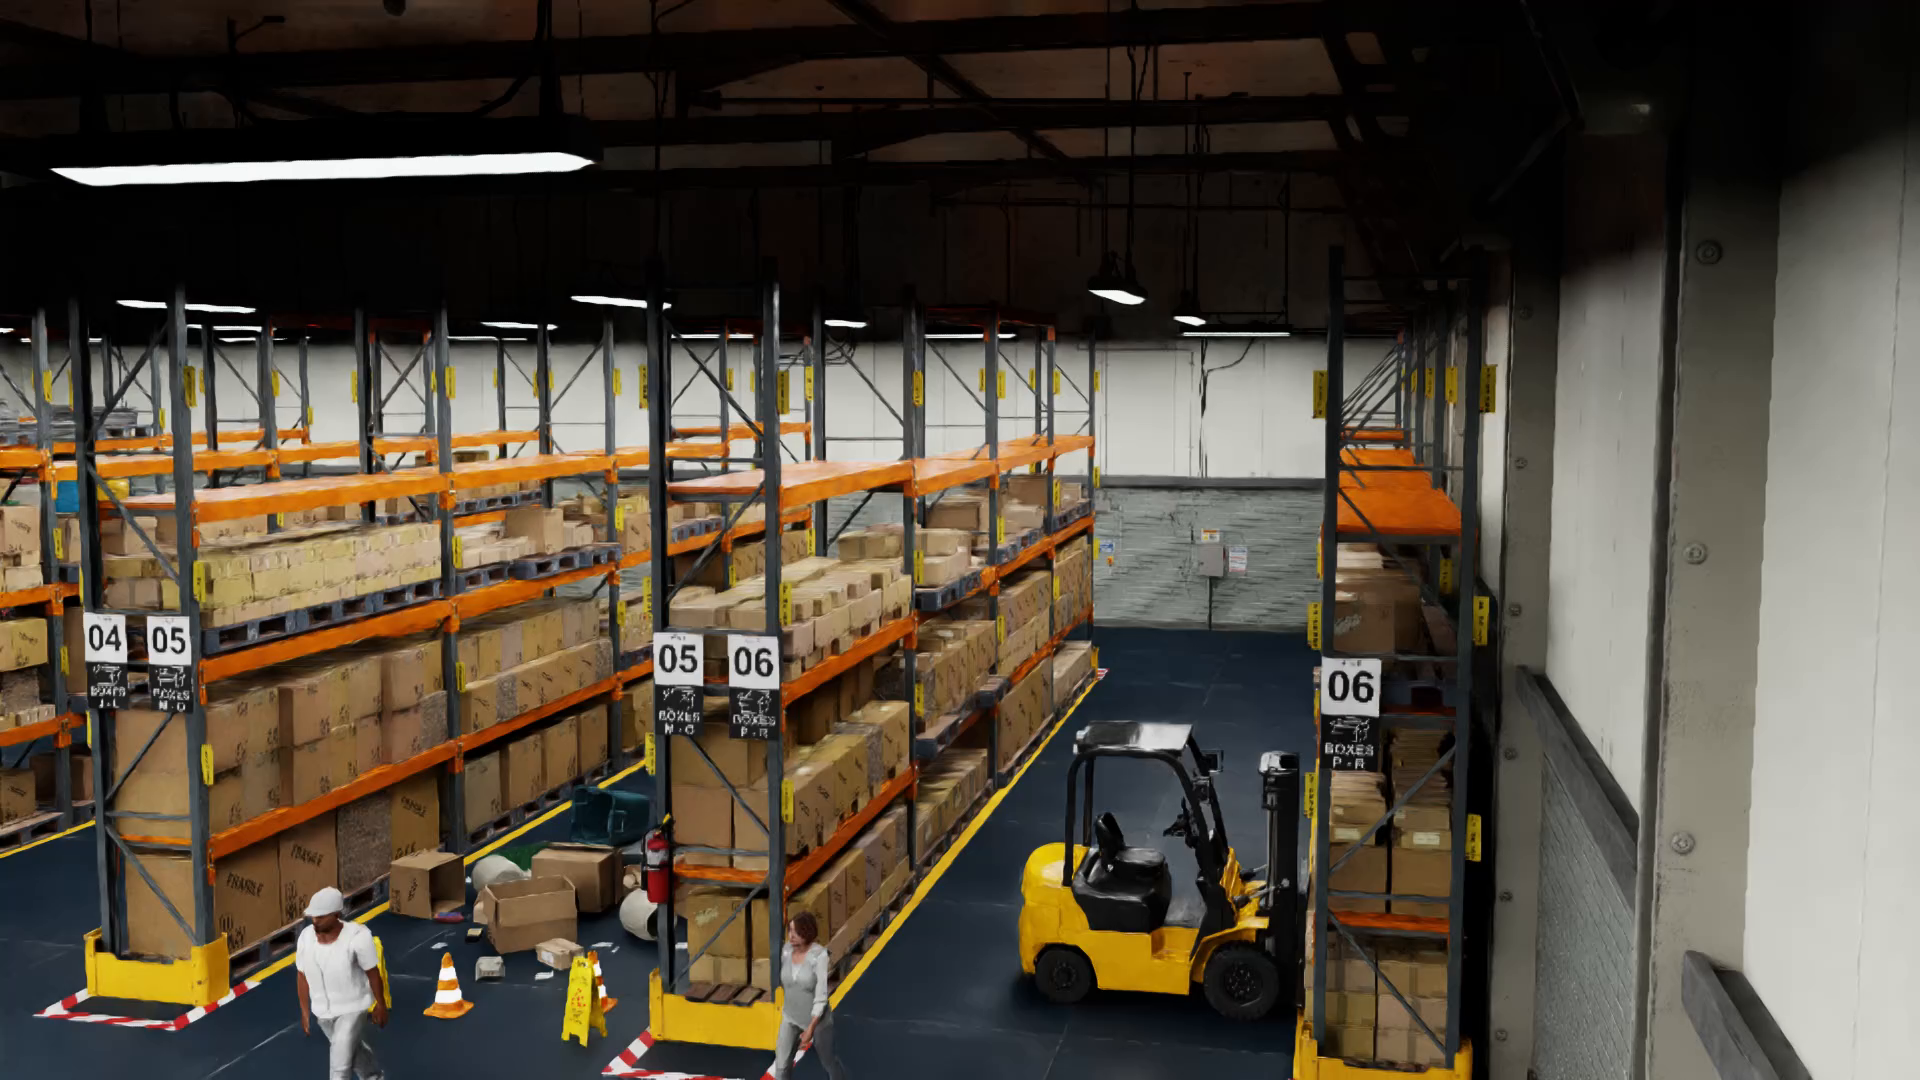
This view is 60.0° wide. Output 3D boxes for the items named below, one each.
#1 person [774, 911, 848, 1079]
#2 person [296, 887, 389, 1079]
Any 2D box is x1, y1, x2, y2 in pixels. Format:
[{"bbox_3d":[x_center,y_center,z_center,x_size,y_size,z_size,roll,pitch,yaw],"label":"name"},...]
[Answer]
[{"bbox_3d":[-1.038,3.252,11.283,0.407,1.533,0.962,2,6,22],"label":"person"},{"bbox_3d":[-4.255,3.174,11.305,0.577,1.691,1.121,2,6,15],"label":"person"}]
